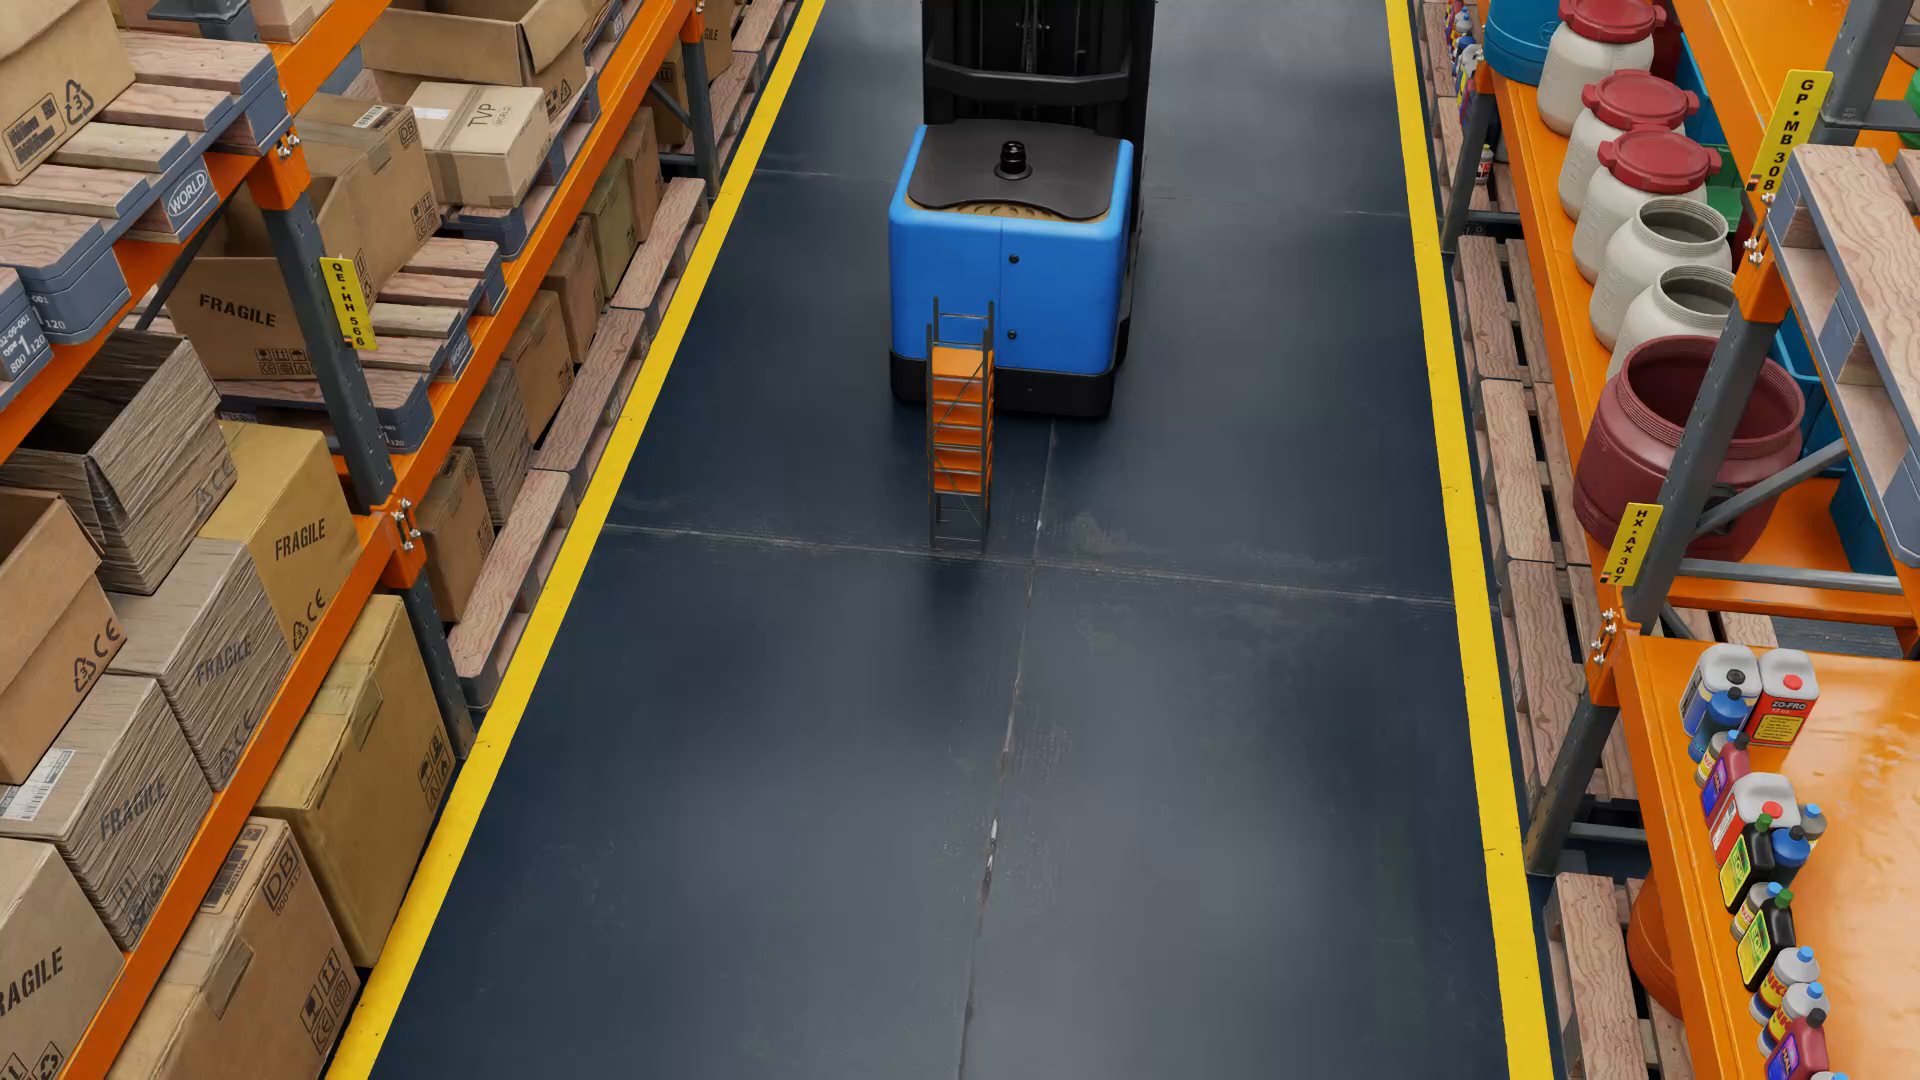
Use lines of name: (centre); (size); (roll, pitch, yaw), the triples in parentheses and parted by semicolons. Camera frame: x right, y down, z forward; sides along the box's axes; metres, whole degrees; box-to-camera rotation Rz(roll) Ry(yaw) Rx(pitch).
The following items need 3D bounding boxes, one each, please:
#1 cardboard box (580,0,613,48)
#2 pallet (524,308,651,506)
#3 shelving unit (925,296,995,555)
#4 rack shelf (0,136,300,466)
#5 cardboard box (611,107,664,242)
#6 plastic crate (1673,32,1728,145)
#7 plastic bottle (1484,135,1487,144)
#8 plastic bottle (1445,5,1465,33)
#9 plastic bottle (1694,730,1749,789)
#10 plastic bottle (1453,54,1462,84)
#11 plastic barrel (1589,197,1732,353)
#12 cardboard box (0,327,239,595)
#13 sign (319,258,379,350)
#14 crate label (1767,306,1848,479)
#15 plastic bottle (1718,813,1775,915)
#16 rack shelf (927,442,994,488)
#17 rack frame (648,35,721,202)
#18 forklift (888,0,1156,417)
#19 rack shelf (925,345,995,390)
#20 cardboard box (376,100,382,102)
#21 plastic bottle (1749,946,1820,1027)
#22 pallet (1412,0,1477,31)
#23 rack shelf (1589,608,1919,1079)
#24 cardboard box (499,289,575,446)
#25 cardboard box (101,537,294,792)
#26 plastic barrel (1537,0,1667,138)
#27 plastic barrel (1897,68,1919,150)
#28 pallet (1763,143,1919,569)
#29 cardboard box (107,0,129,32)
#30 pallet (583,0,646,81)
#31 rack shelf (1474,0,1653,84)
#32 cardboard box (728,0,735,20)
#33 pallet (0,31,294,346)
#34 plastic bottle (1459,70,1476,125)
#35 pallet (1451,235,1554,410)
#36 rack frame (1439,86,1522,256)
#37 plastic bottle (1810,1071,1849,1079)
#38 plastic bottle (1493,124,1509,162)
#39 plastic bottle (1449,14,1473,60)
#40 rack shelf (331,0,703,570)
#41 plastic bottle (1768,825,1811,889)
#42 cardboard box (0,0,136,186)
cardboard box: (-2.089, -2.898, 7.387); (1.000, 1.000, 1.000); (6, 44, 6)
pallet: (-2.106, -0.679, 7.814); (1.003, 0.211, 1.213); (5, 44, 6)
shelving unit: (0.002, -0.446, 6.848); (0.258, 1.200, 0.189); (5, 44, 6)
rack shelf: (-2.639, 0.205, 3.193); (1.077, 0.370, 4.000); (5, 44, 6)
cardboard box: (-1.948, -1.892, 8.564); (0.700, 0.500, 0.500); (2, 43, 2)
plastic crate: (3.226, -1.820, 7.002); (0.392, 0.384, 0.575); (5, 44, 6)
plastic bottle: (2.801, -2.137, 8.981); (0.061, 0.283, 0.133); (7, 44, 8)
plastic bottle: (3.030, -3.198, 10.161); (0.097, 0.201, 0.097); (0, 43, 0)
plastic bottle: (2.102, 0.601, 4.578); (0.097, 0.201, 0.097); (0, 43, 0)
plastic bottle: (2.945, -2.759, 9.697); (0.097, 0.201, 0.097); (0, 43, 0)
plastic barrel: (2.515, -0.928, 5.967); (0.421, 0.512, 0.421); (0, 43, 0)
cardboard box: (-2.487, -0.234, 4.513); (0.797, 0.503, 0.637); (7, 44, 7)
sign: (-1.824, -0.702, 4.968); (0.100, 0.325, 0.005); (5, 44, 6)
crate label: (2.935, -0.545, 5.618); (0.502, 0.435, 0.616); (5, 44, 6)
plastic bottle: (2.033, 0.831, 4.276); (0.061, 0.283, 0.133); (5, 44, 6)
rack shelf: (0.002, -0.326, 6.961); (0.258, 0.103, 0.180); (5, 44, 6)
rack frame: (-1.846, -3.056, 8.296); (1.000, 3.000, 0.127); (5, 44, 6)
forklift: (0.401, -2.658, 7.925); (1.130, 2.935, 3.031); (6, 44, 6)
rack shelf: (0.002, -0.675, 6.631); (0.258, 0.103, 0.180); (5, 44, 6)
cardboard box: (-2.422, -1.595, 6.545); (0.396, 0.266, 0.258); (4, 44, 4)
plastic bottle: (2.006, 1.072, 4.029); (0.097, 0.271, 0.097); (0, 43, 0)
pallet: (3.517, -3.710, 11.015); (1.003, 0.211, 1.213); (5, 44, 6)
rack shelf: (2.271, 1.744, 3.749); (1.077, 0.370, 4.000); (5, 44, 6)
cardboard box: (-2.177, -0.807, 7.418); (0.700, 0.500, 0.500); (9, 44, 9)
cardboard box: (-2.266, 0.332, 4.645); (0.500, 0.500, 0.500); (5, 44, 5)
plastic barrel: (2.720, -2.023, 7.106); (0.433, 0.535, 0.433); (0, 43, 0)
plastic barrel: (2.517, -1.086, 4.146); (0.294, 0.245, 0.294); (0, 43, 0)
pallet: (2.337, -0.388, 3.434); (1.003, 0.211, 1.213); (5, 44, 6)
cardboard box: (-2.555, -1.711, 4.803); (0.500, 0.250, 0.500); (5, 44, 6)
pallet: (-2.091, -2.479, 7.826); (1.003, 0.211, 1.213); (5, 44, 6)
rack shelf: (3.328, -3.708, 9.507); (1.077, 0.370, 4.000); (5, 44, 6)
cardboard box: (-1.681, -3.391, 10.162); (0.500, 0.500, 0.500); (2, 43, 2)
pallet: (-2.407, -0.907, 3.982); (1.213, 0.211, 1.003); (7, 44, 7)
plastic bottle: (2.869, -2.490, 9.354); (0.061, 0.283, 0.133); (8, 44, 8)
pallet: (2.999, -1.055, 8.210); (1.003, 0.211, 1.213); (5, 44, 6)
rack frame: (3.064, -2.606, 7.820); (1.000, 3.000, 0.127); (5, 44, 6)
plastic bottle: (1.962, 1.296, 3.793); (0.097, 0.271, 0.097); (0, 43, 0)
plastic bottle: (3.006, -2.256, 9.057); (0.144, 0.351, 0.185); (5, 44, 6)
plastic bottle: (2.986, -2.992, 9.893); (0.097, 0.271, 0.097); (0, 43, 0)
rack shelf: (-2.110, -1.432, 7.104); (1.077, 0.370, 4.000); (5, 44, 6)
plastic bottle: (2.114, 0.830, 4.286); (0.097, 0.271, 0.097); (0, 43, 0)
cardboard box: (-2.384, -1.187, 3.760); (0.797, 0.503, 0.637); (8, 44, 8)
